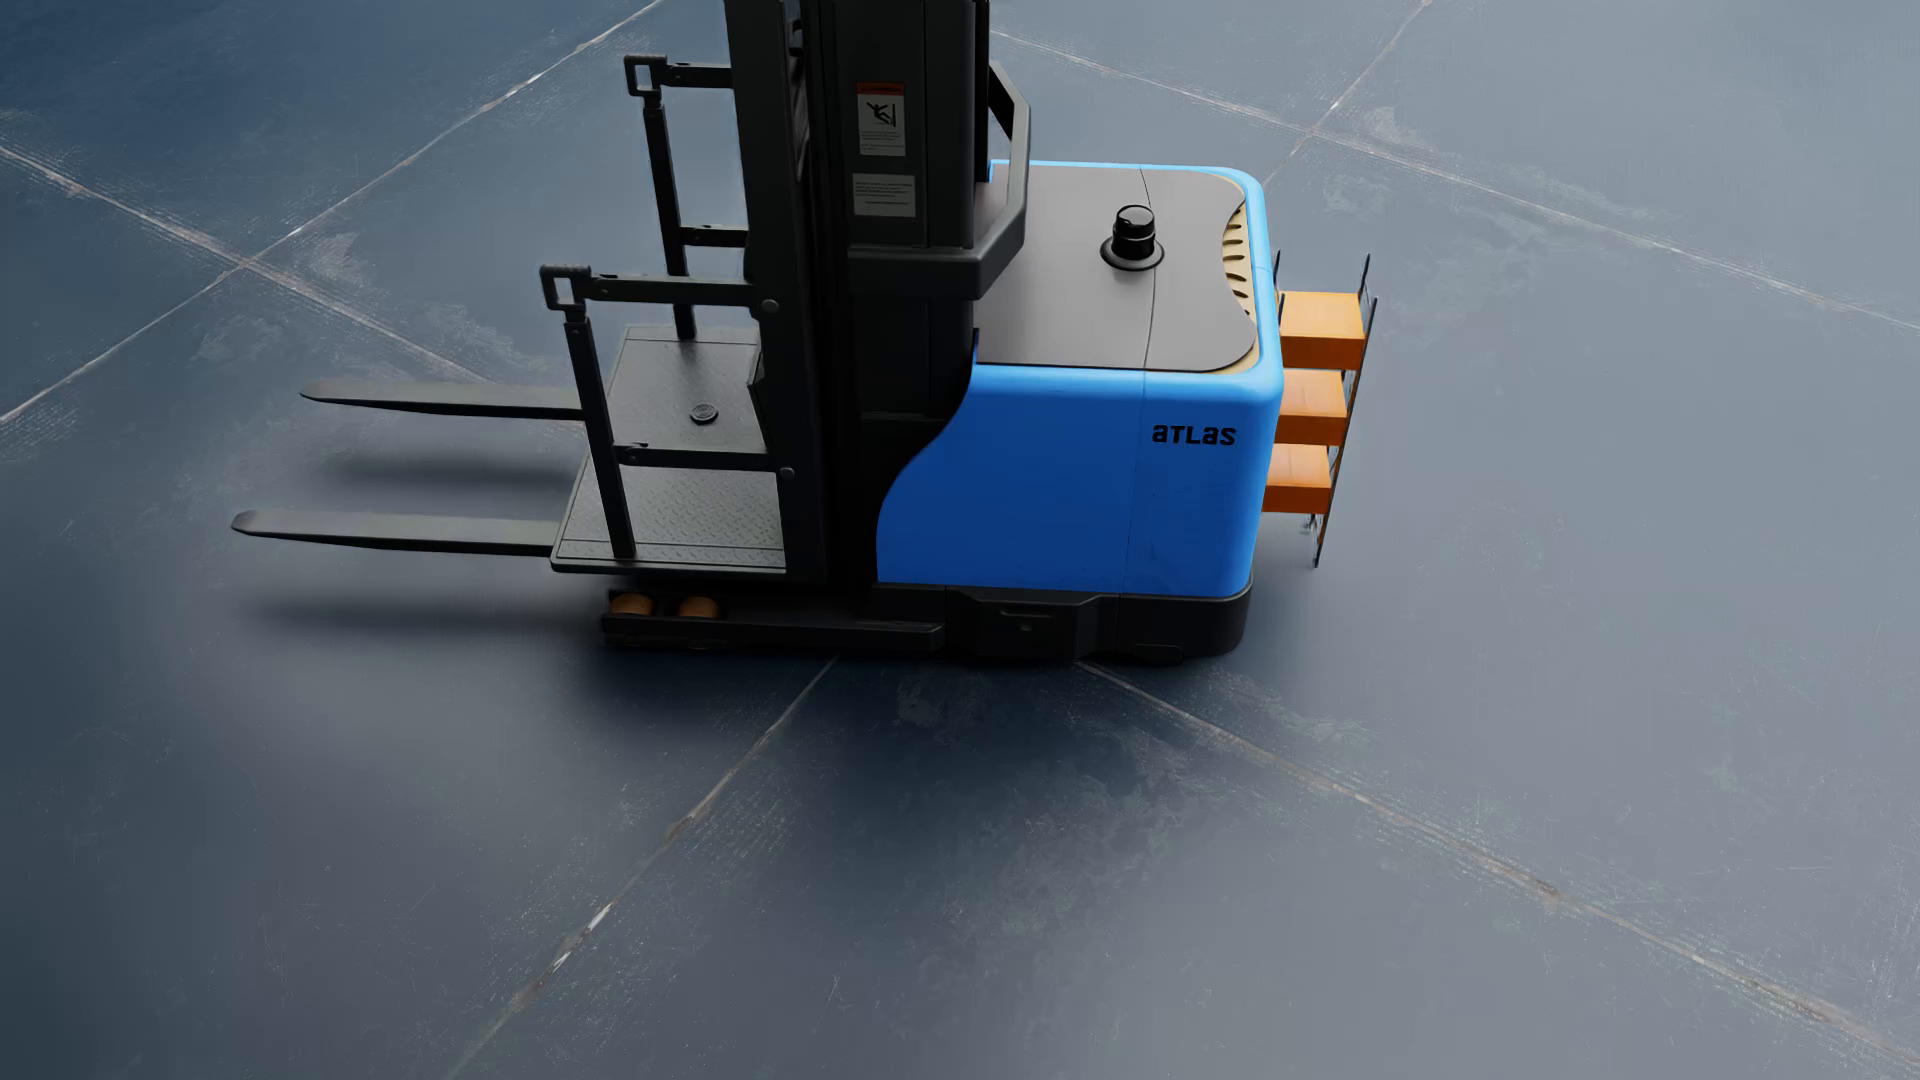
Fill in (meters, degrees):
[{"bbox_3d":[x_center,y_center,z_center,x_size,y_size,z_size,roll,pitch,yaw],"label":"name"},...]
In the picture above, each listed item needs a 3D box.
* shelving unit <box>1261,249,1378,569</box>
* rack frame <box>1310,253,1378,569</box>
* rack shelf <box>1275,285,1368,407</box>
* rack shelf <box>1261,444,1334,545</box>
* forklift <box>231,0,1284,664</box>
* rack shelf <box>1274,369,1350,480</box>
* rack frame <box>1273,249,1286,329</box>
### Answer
[{"bbox_3d":[0.990,-0.354,4.862,0.252,1.050,0.215,3,46,3],"label":"shelving unit"},{"bbox_3d":[1.112,-0.349,4.857,0.008,1.050,0.200,3,46,3],"label":"rack frame"},{"bbox_3d":[0.990,-0.544,4.666,0.240,0.259,0.215,3,46,3],"label":"rack shelf"},{"bbox_3d":[0.990,-0.153,5.069,0.240,0.259,0.215,3,46,3],"label":"rack shelf"},{"bbox_3d":[-0.652,-1.072,4.248,3.031,2.935,1.130,3,46,3],"label":"forklift"},{"bbox_3d":[0.990,-0.347,4.870,0.240,0.259,0.215,3,46,3],"label":"rack shelf"},{"bbox_3d":[0.869,-0.360,4.867,0.008,1.050,0.200,3,46,3],"label":"rack frame"}]
